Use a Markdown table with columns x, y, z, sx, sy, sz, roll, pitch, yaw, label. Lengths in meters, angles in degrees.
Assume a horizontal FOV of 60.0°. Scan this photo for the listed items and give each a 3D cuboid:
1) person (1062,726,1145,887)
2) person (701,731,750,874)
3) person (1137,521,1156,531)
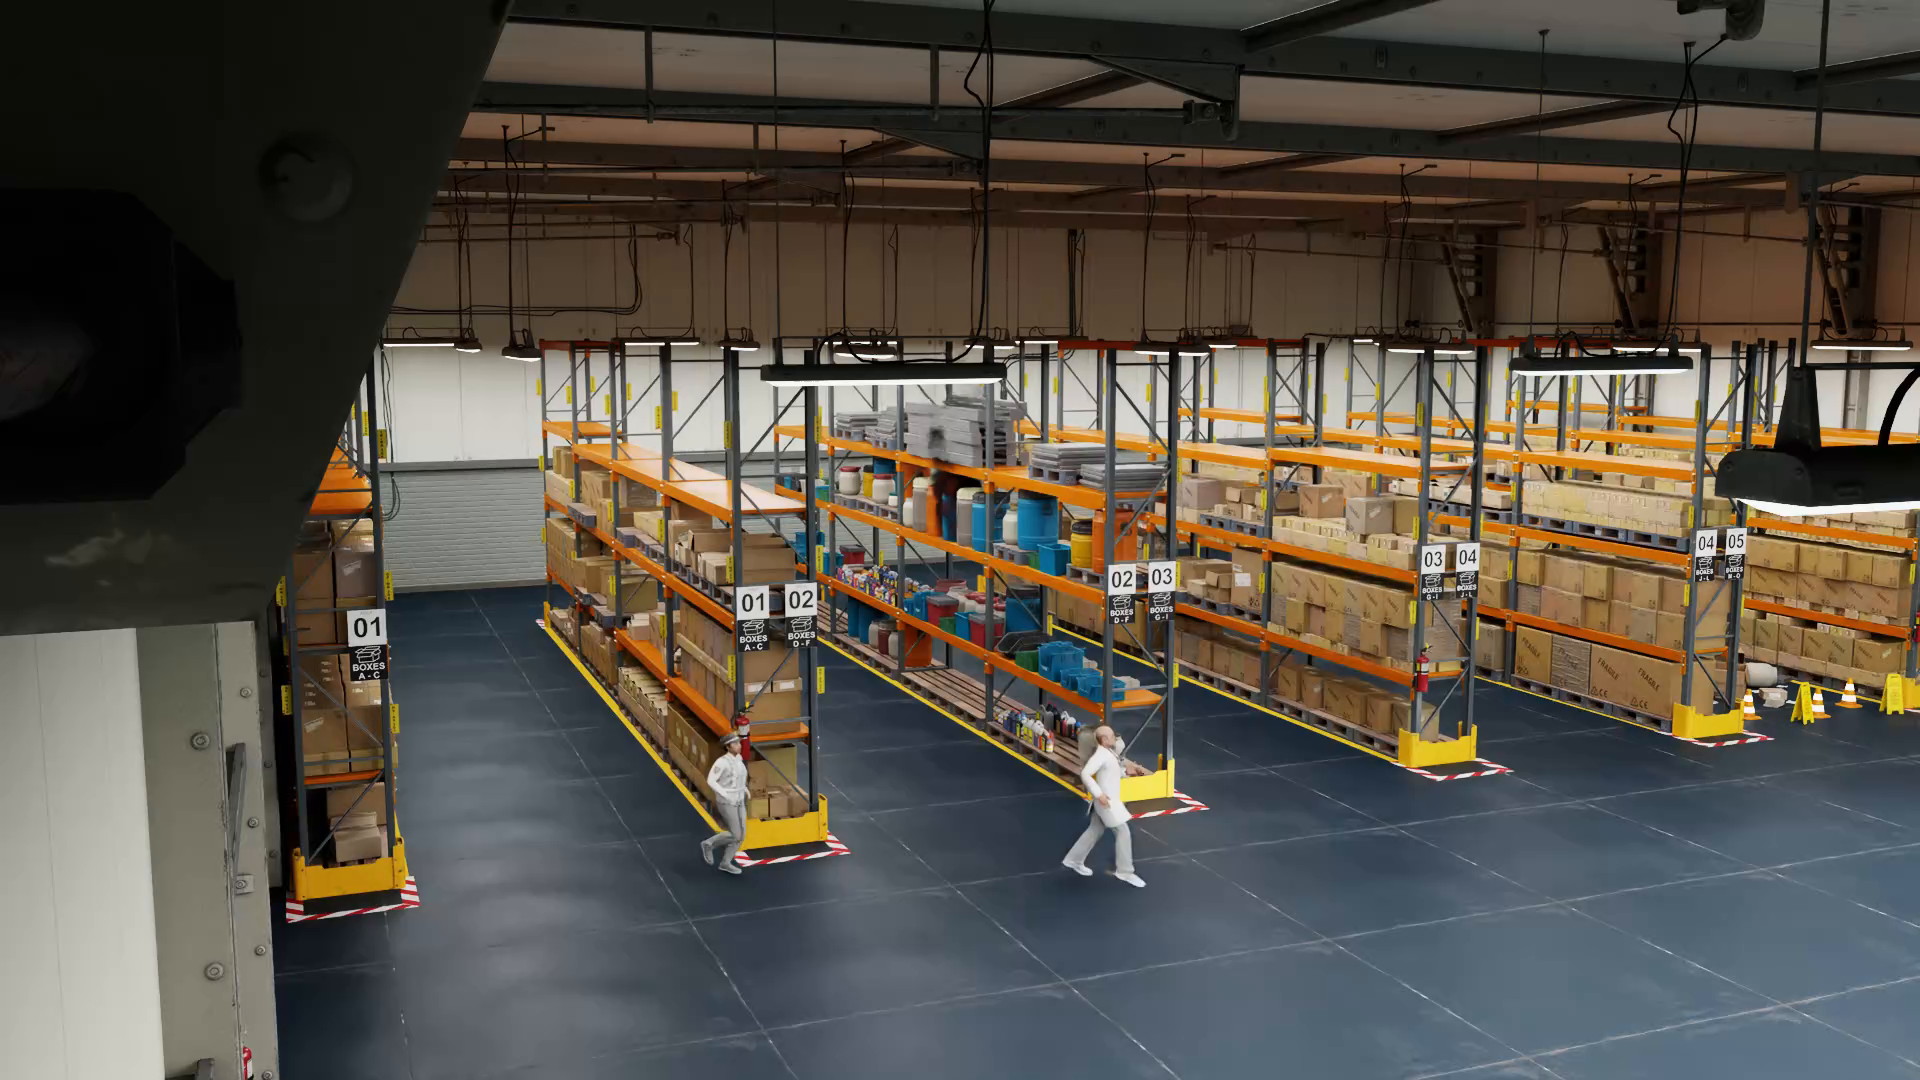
| x | y | z | sx | sy | sz | roll | pitch | yaw | label |
| --- | --- | --- | --- | --- | --- | --- | --- | --- | --- |
| 1.630 | 2.999 | 18.806 | 0.939 | 1.827 | 0.681 | 0 | 7 | 0 | person |
| -2.688 | 3.024 | 19.304 | 0.501 | 1.651 | 0.643 | 3 | 8 | 25 | person |
| 4.525 | 0.183 | 40.828 | 0.700 | 1.734 | 0.616 | 5 | 9 | 32 | person |
